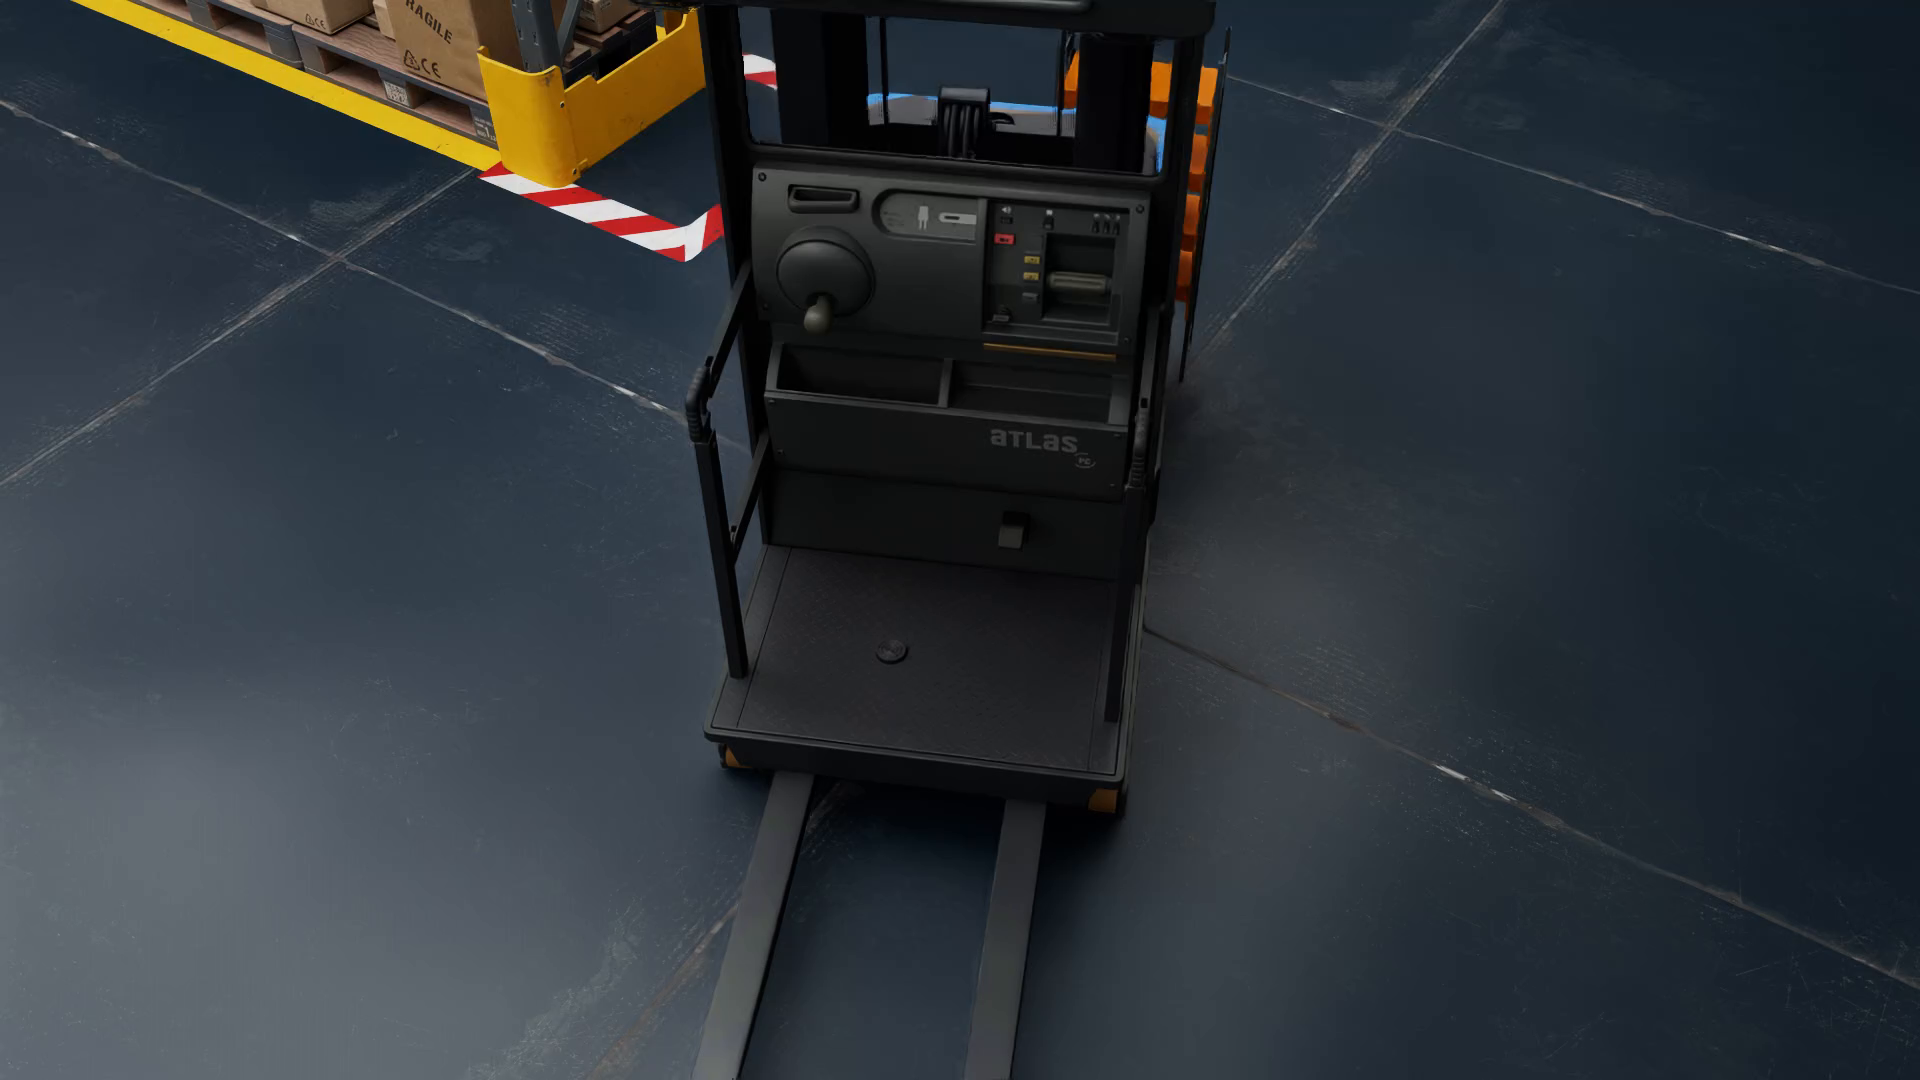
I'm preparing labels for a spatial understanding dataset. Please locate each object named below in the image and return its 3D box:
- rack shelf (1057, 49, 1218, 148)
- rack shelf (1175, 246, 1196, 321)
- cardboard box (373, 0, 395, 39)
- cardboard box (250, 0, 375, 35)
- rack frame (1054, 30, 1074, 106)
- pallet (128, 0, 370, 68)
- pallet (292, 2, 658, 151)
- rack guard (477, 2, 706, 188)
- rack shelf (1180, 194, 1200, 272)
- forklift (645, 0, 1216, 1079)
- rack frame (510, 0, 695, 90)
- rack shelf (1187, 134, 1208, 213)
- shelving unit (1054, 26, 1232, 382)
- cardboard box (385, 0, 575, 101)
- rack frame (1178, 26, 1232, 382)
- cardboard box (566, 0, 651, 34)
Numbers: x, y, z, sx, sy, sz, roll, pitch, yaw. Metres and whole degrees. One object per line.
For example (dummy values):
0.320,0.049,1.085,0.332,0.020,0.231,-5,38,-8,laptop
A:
0.562,-1.386,5.205,0.480,0.148,0.258,9,44,9,rack shelf
0.557,-0.909,5.660,0.480,0.148,0.258,9,44,9,rack shelf
-2.235,-2.254,7.018,0.250,0.166,0.380,25,51,22,cardboard box
-2.726,-2.458,7.158,0.500,0.250,0.500,25,51,22,cardboard box
0.321,-1.140,5.514,0.015,1.200,0.240,9,44,9,rack frame
-3.111,-2.654,7.682,1.213,0.211,1.003,25,51,22,pallet
-2.088,-2.181,7.222,1.213,0.211,1.003,25,51,22,pallet
-1.416,-1.974,6.819,0.348,0.500,1.175,25,51,22,rack guard
0.558,-1.053,5.523,0.480,0.148,0.258,9,44,9,rack shelf
-0.059,-0.560,3.750,1.130,2.935,3.031,6,46,6,forklift
-1.352,-2.815,5.894,0.127,3.000,1.000,25,51,22,rack frame
0.560,-1.215,5.369,0.480,0.148,0.258,9,44,9,rack shelf
0.559,-1.101,5.477,0.503,1.200,0.258,9,44,9,shelving unit
-1.943,-2.159,6.693,0.500,0.500,0.500,25,51,22,cardboard box
0.797,-1.063,5.439,0.015,1.200,0.240,9,44,9,rack frame
-1.519,-2.345,7.118,0.250,0.149,0.380,25,51,22,cardboard box
